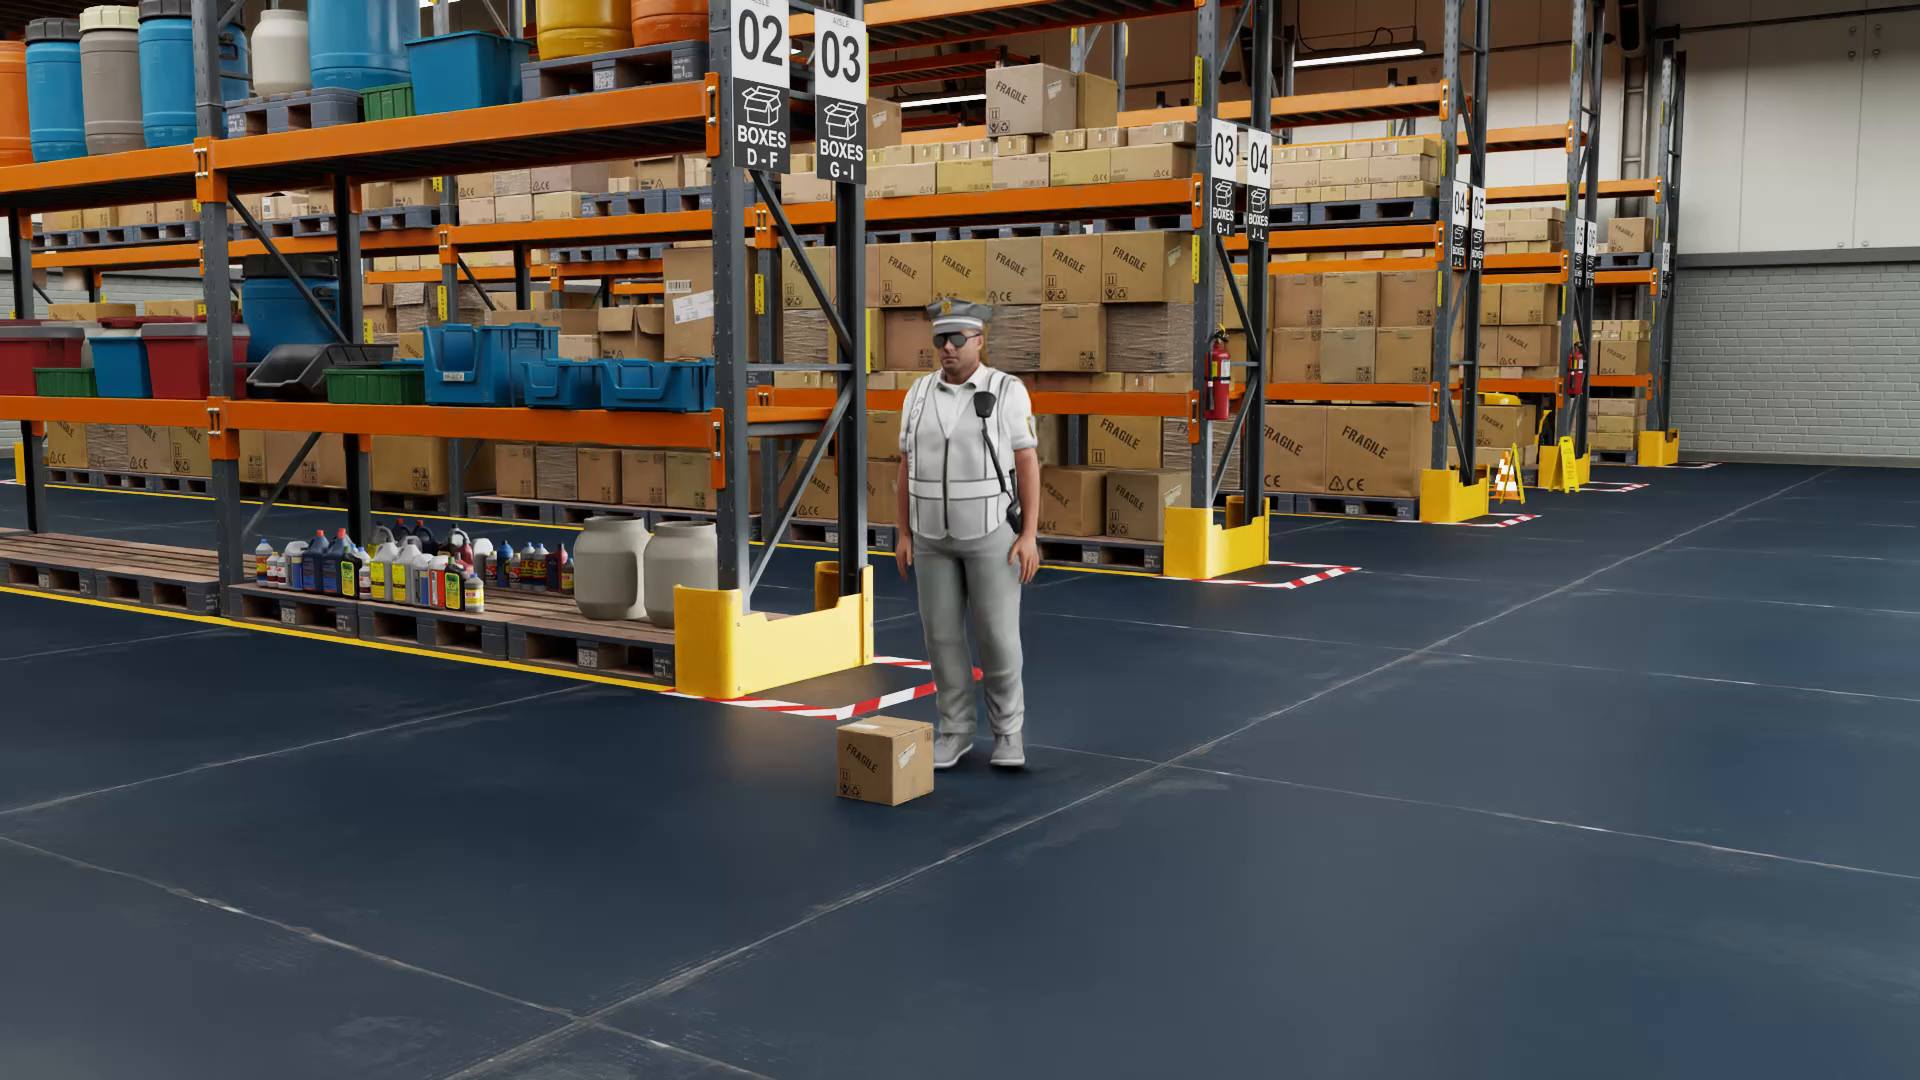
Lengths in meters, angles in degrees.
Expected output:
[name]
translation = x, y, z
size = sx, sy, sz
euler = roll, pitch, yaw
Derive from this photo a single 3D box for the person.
[person]
translation = 0.028, -0.020, 6.288
size = 0.579, 1.767, 0.424
euler = 2, 7, 22
